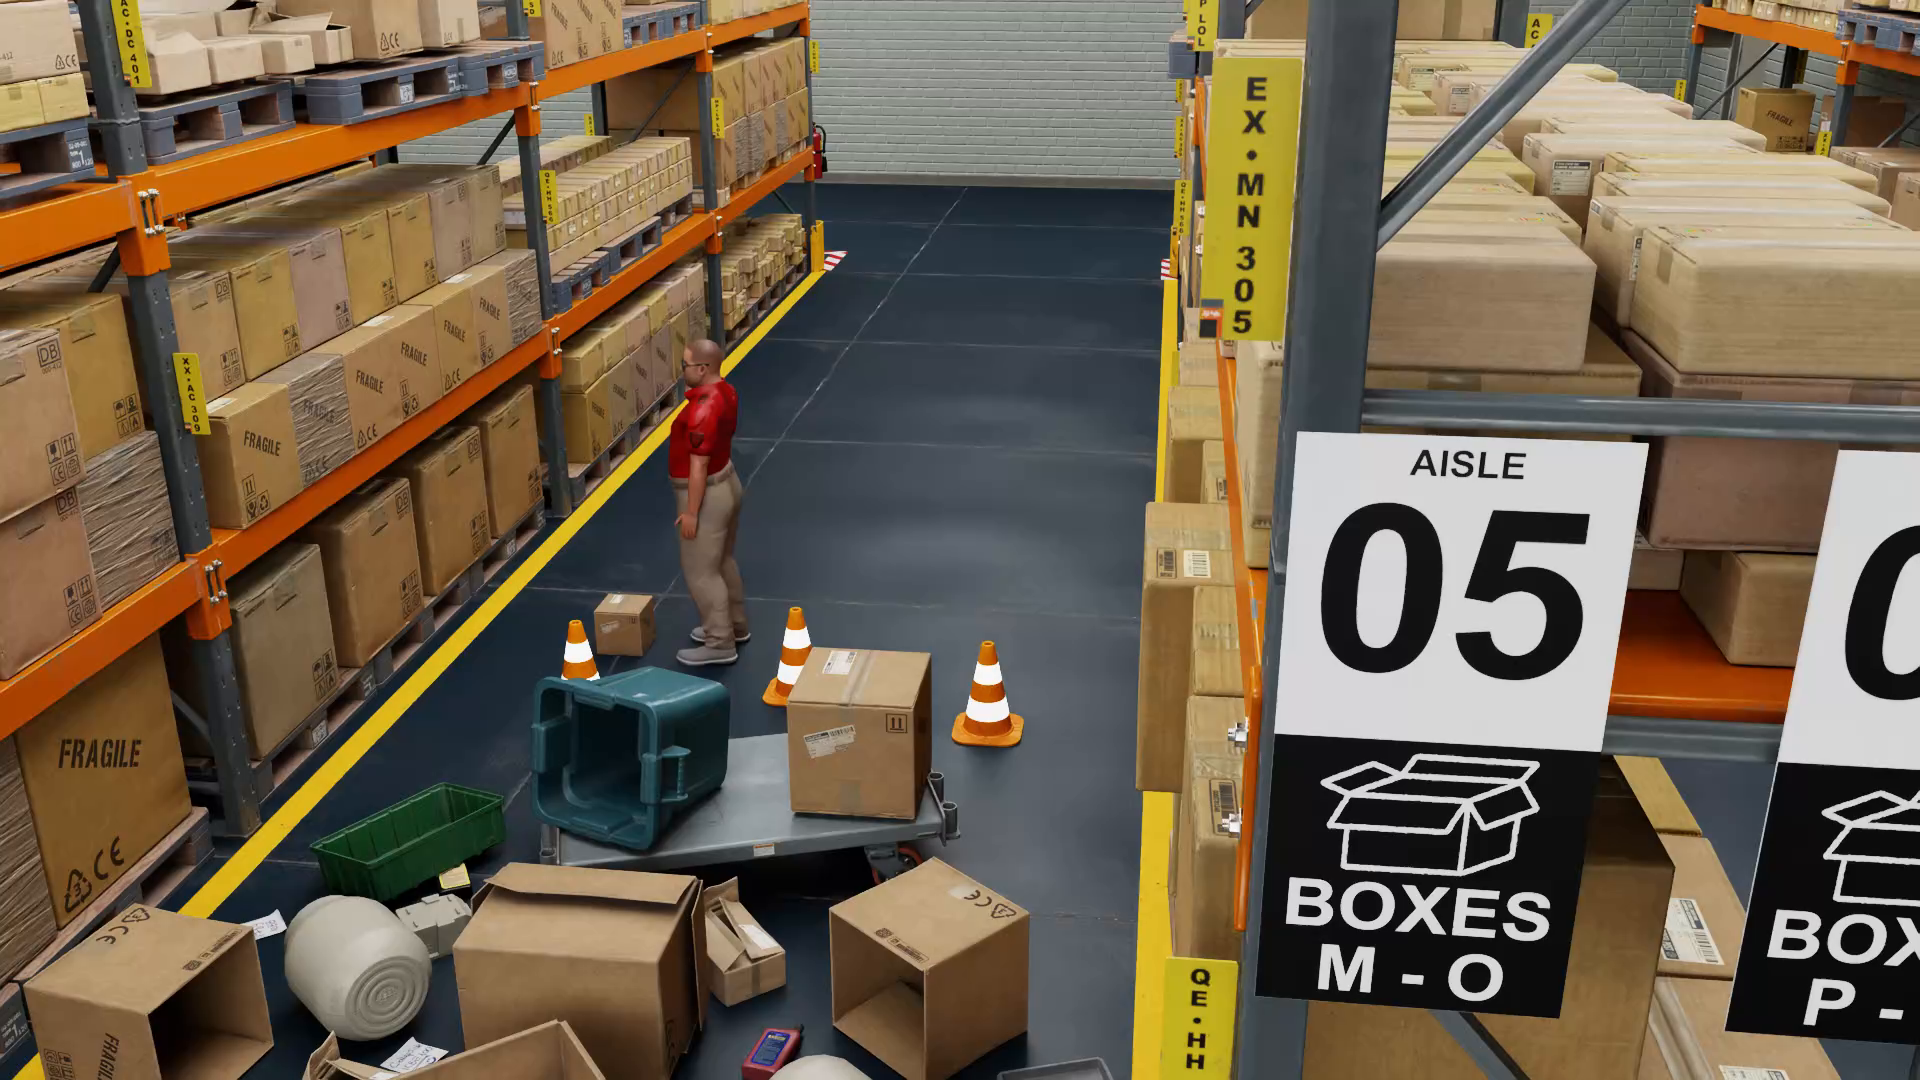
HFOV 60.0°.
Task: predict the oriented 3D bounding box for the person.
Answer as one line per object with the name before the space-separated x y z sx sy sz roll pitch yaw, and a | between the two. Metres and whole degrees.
person | -1.332 -0.201 8.640 0.360 1.723 0.527 3 21 8
